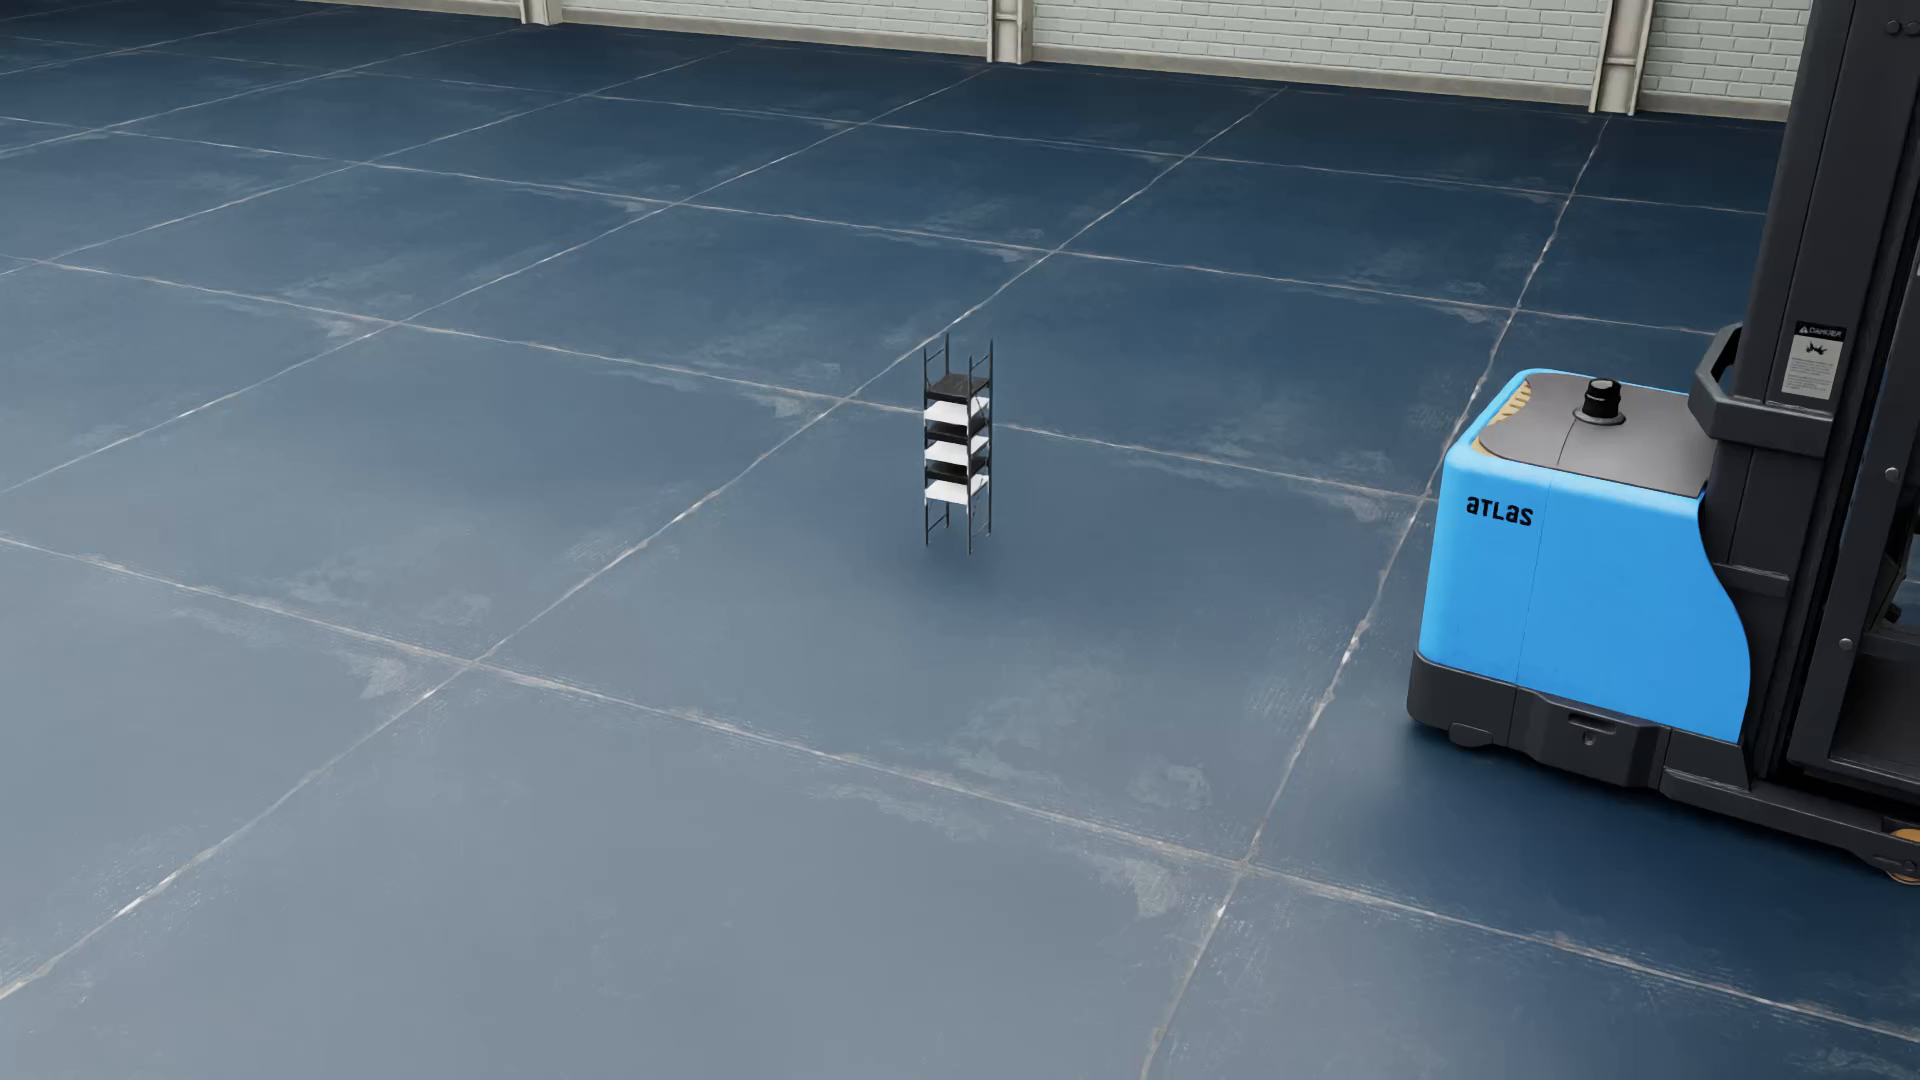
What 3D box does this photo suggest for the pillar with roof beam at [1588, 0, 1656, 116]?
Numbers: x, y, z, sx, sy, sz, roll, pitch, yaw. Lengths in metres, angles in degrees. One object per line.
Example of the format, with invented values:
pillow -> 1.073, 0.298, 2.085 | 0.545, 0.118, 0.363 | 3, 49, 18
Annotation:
pillar with roof beam -> 4.202, -6.245, 9.746 | 0.400, 9.000, 9.100 | 11, 28, 22

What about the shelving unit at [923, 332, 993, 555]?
shelving unit -> -0.007, -0.405, 7.054 | 0.210, 0.900, 0.258 | 11, 28, 22

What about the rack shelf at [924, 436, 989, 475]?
rack shelf -> -0.007, -0.375, 7.069 | 0.200, 0.077, 0.258 | 11, 28, 22

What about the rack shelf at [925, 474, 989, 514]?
rack shelf -> -0.007, -0.214, 7.148 | 0.200, 0.077, 0.258 | 11, 28, 22

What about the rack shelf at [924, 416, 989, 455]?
rack shelf -> -0.007, -0.456, 7.029 | 0.200, 0.077, 0.258 | 11, 28, 22

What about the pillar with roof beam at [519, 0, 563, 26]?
pillar with roof beam -> -6.722, -8.439, 14.203 | 0.400, 9.000, 9.100 | 11, 28, 22

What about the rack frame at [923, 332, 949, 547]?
rack frame -> -0.100, -0.424, 7.092 | 0.006, 0.900, 0.240 | 11, 28, 22

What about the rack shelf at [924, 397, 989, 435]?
rack shelf -> -0.007, -0.537, 6.989 | 0.200, 0.077, 0.258 | 11, 28, 22

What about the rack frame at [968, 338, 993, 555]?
rack frame -> 0.085, -0.387, 7.017 | 0.006, 0.900, 0.240 | 11, 28, 22

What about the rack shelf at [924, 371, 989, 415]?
rack shelf -> -0.007, -0.618, 6.950 | 0.200, 0.077, 0.258 | 11, 28, 22

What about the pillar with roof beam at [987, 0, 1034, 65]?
pillar with roof beam -> -1.260, -7.342, 11.974 | 0.400, 9.000, 9.100 | 11, 28, 22

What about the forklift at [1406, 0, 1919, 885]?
forklift -> 3.102, -0.482, 4.910 | 3.031, 2.935, 1.130 | 15, 30, 28

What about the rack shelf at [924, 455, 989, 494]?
rack shelf -> -0.007, -0.295, 7.109 | 0.200, 0.077, 0.258 | 11, 28, 22
